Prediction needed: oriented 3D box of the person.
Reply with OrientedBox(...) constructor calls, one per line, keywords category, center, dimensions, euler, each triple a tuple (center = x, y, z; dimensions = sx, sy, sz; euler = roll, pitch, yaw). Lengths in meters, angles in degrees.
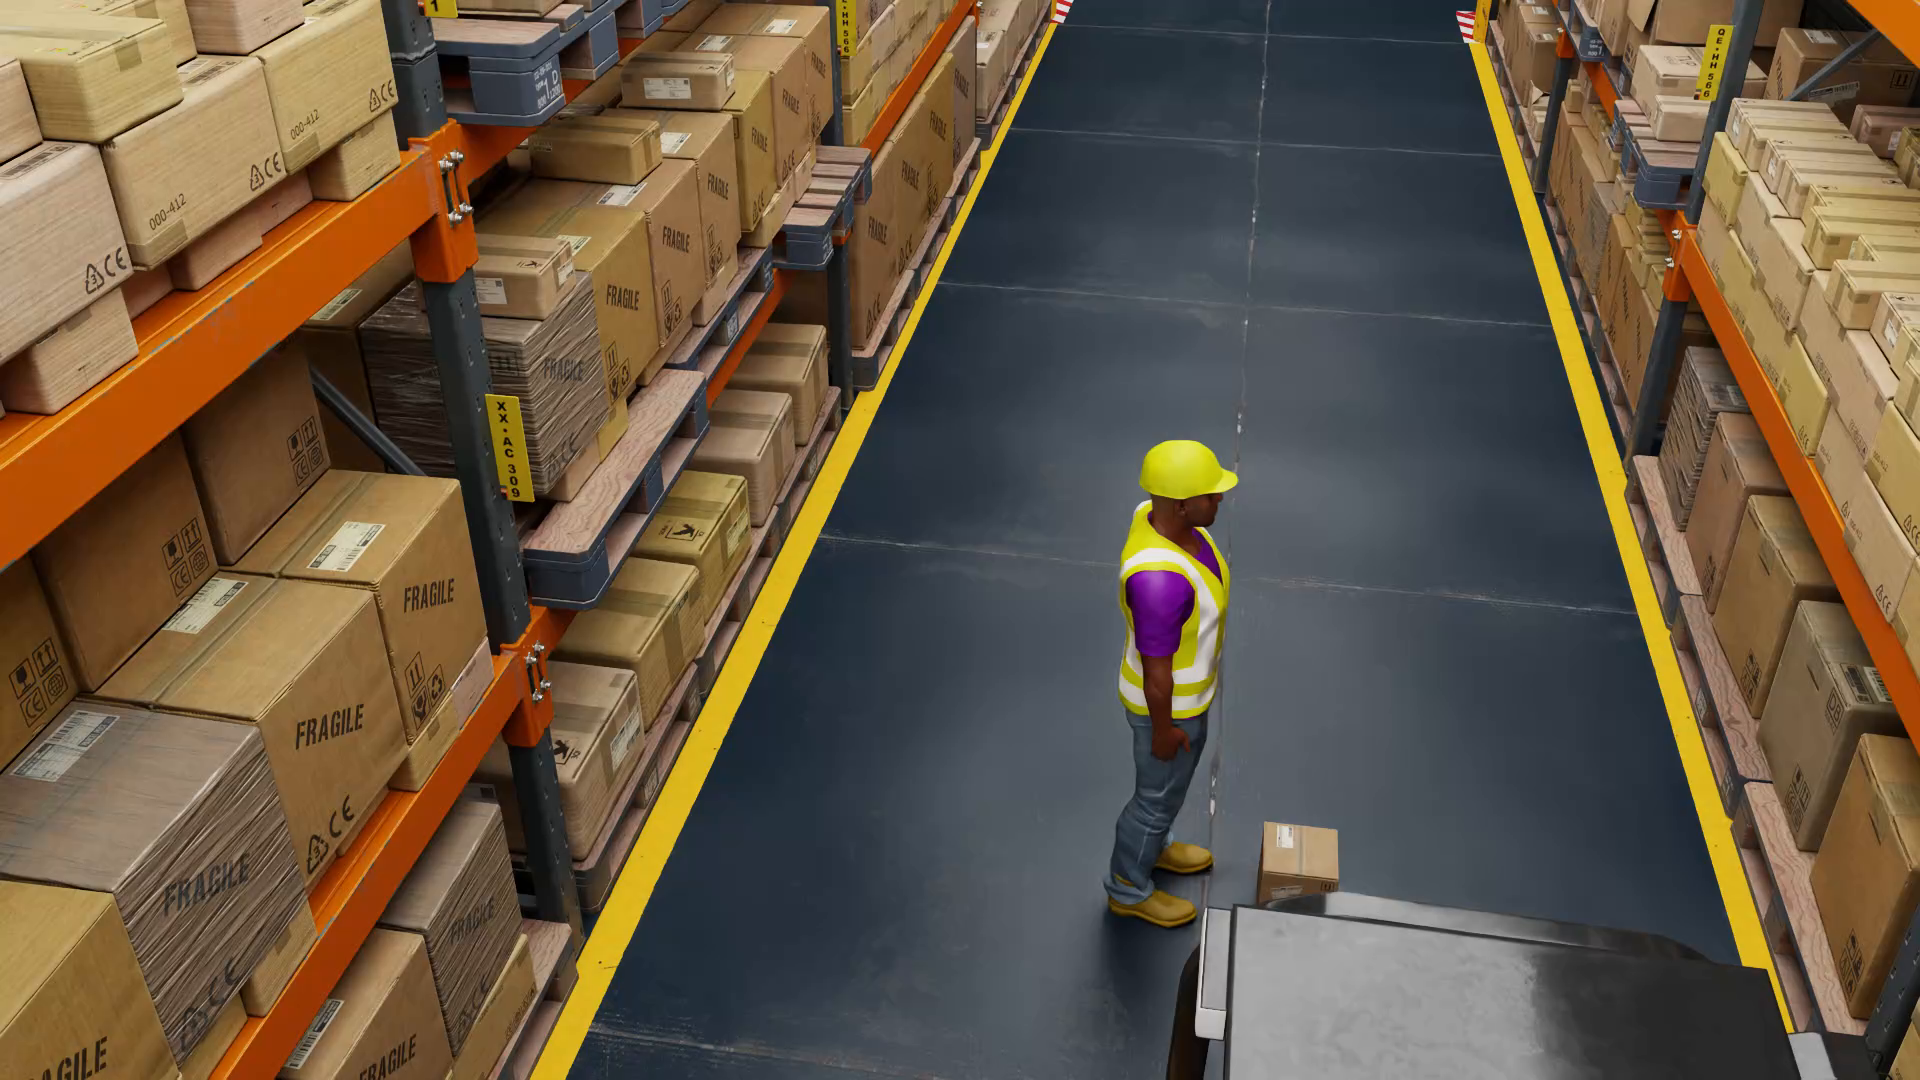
OrientedBox(category="person", center=(0.691, 0.465, 5.379), dimensions=(0.378, 1.761, 0.564), euler=(6, 33, 9))
